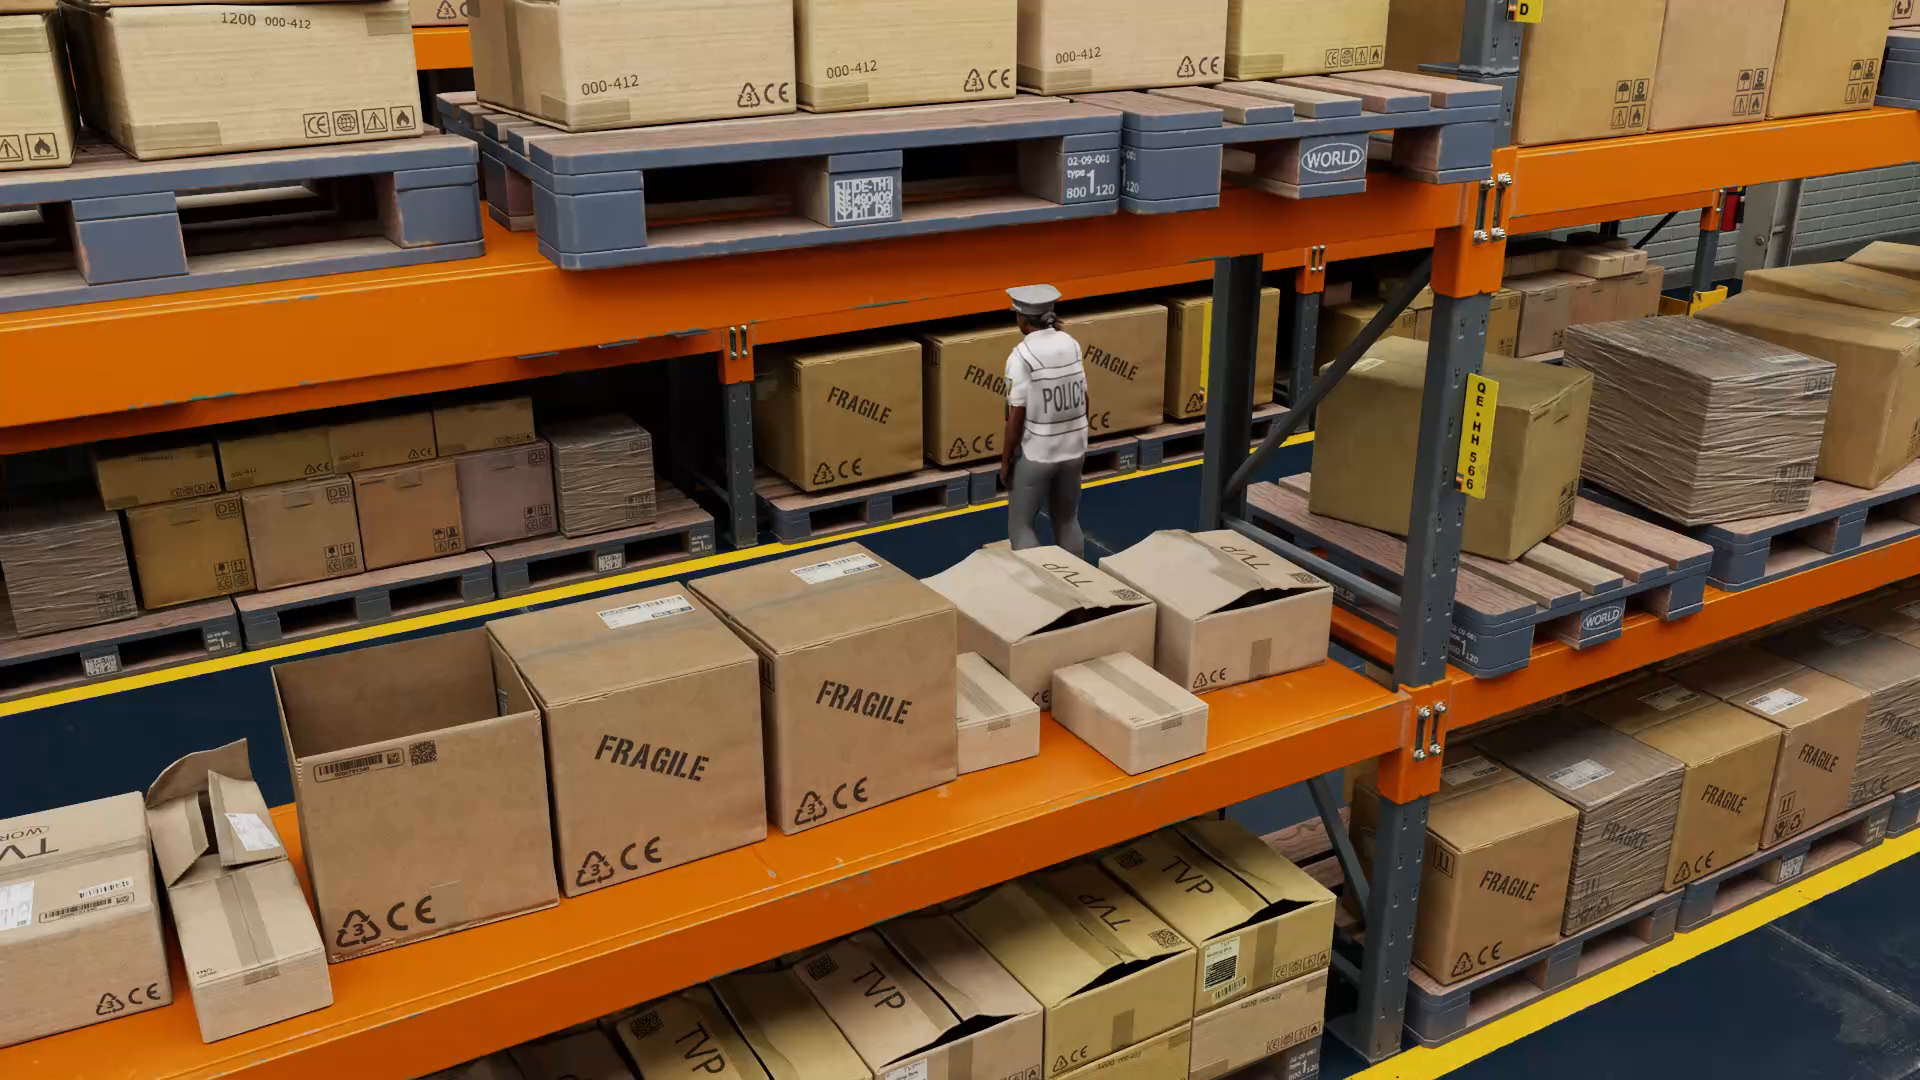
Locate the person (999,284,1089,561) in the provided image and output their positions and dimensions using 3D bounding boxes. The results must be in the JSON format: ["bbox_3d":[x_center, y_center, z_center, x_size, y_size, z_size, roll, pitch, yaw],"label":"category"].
[{"bbox_3d":[0.417,-0.422,8.139,0.524,1.658,0.395,-14,26,-31],"label":"person"}]
